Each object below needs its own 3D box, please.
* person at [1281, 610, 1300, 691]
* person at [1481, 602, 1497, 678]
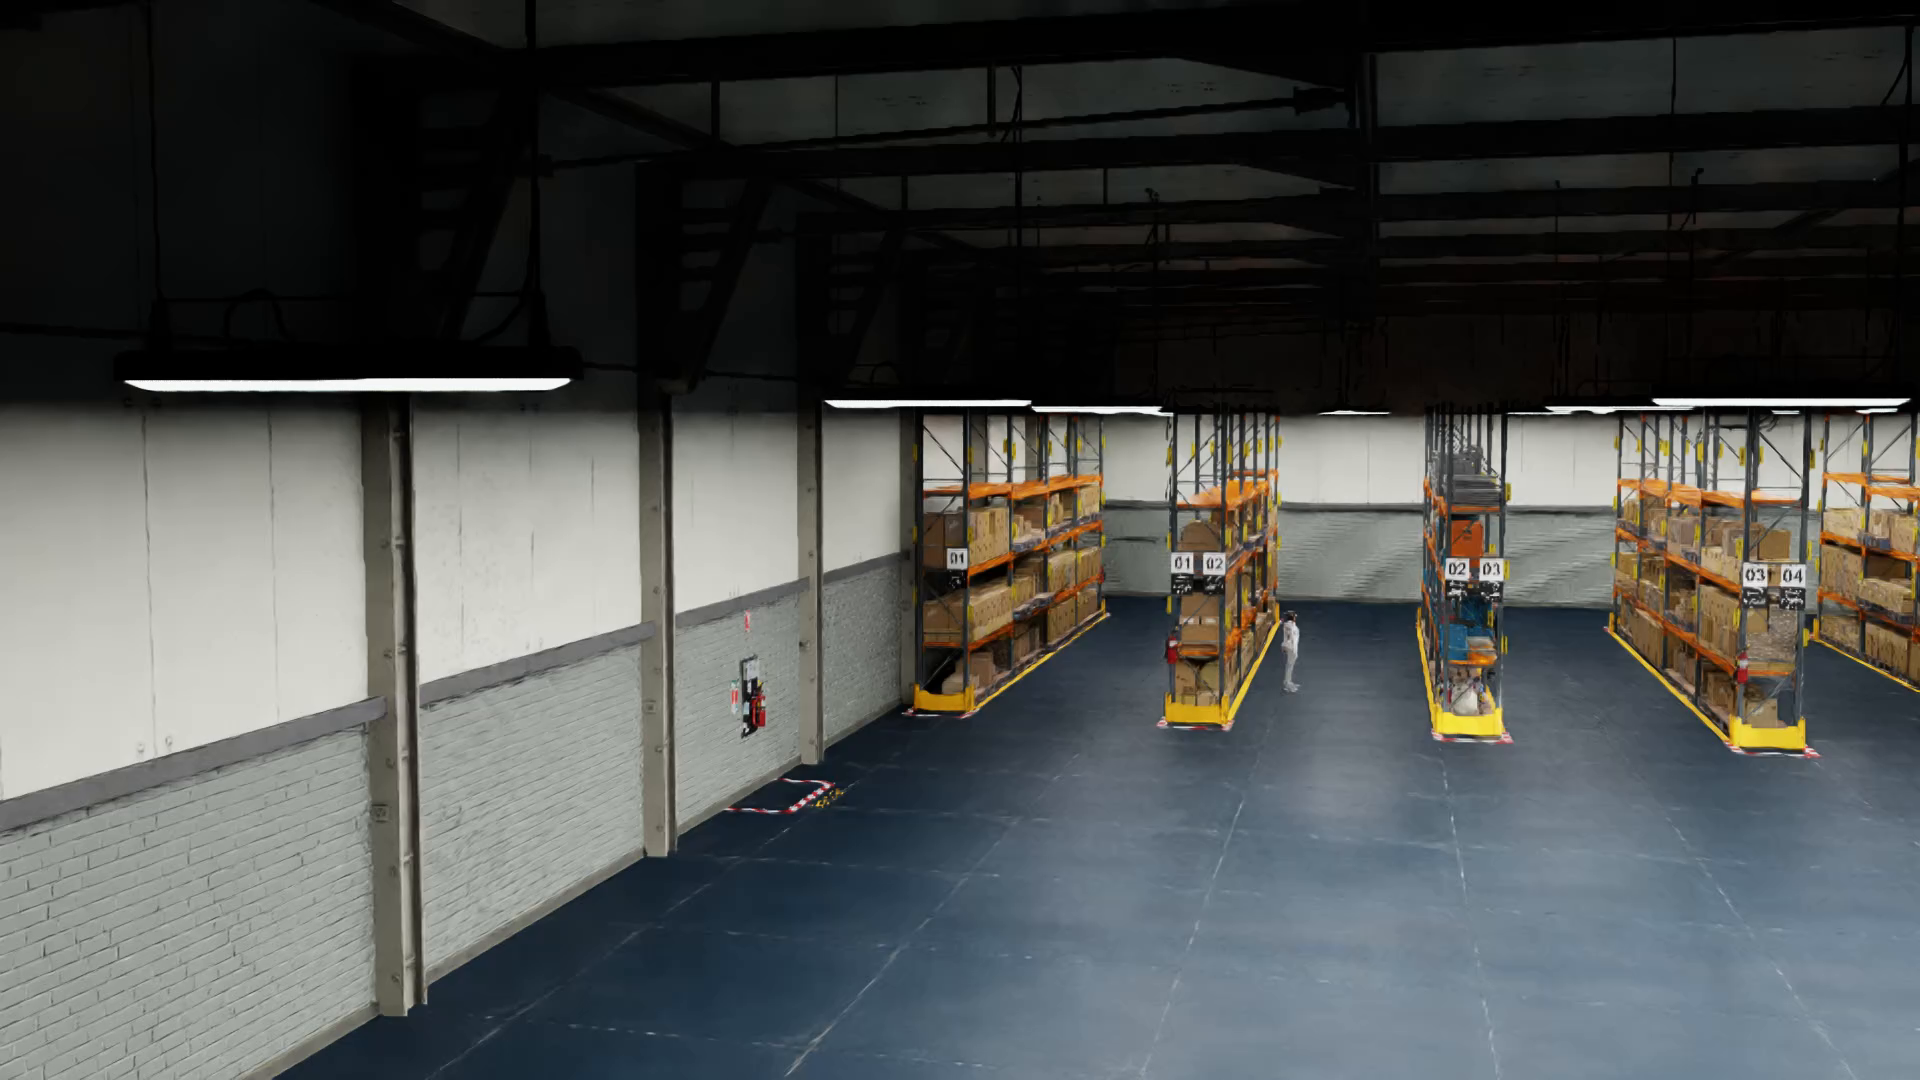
[{"bbox_3d":[6.959,2.298,34.837,0.433,1.684,0.552,-1,4,-11],"label":"person"},{"bbox_3d":[11.706,2.142,36.608,0.374,1.725,0.662,2,5,22],"label":"person"}]
